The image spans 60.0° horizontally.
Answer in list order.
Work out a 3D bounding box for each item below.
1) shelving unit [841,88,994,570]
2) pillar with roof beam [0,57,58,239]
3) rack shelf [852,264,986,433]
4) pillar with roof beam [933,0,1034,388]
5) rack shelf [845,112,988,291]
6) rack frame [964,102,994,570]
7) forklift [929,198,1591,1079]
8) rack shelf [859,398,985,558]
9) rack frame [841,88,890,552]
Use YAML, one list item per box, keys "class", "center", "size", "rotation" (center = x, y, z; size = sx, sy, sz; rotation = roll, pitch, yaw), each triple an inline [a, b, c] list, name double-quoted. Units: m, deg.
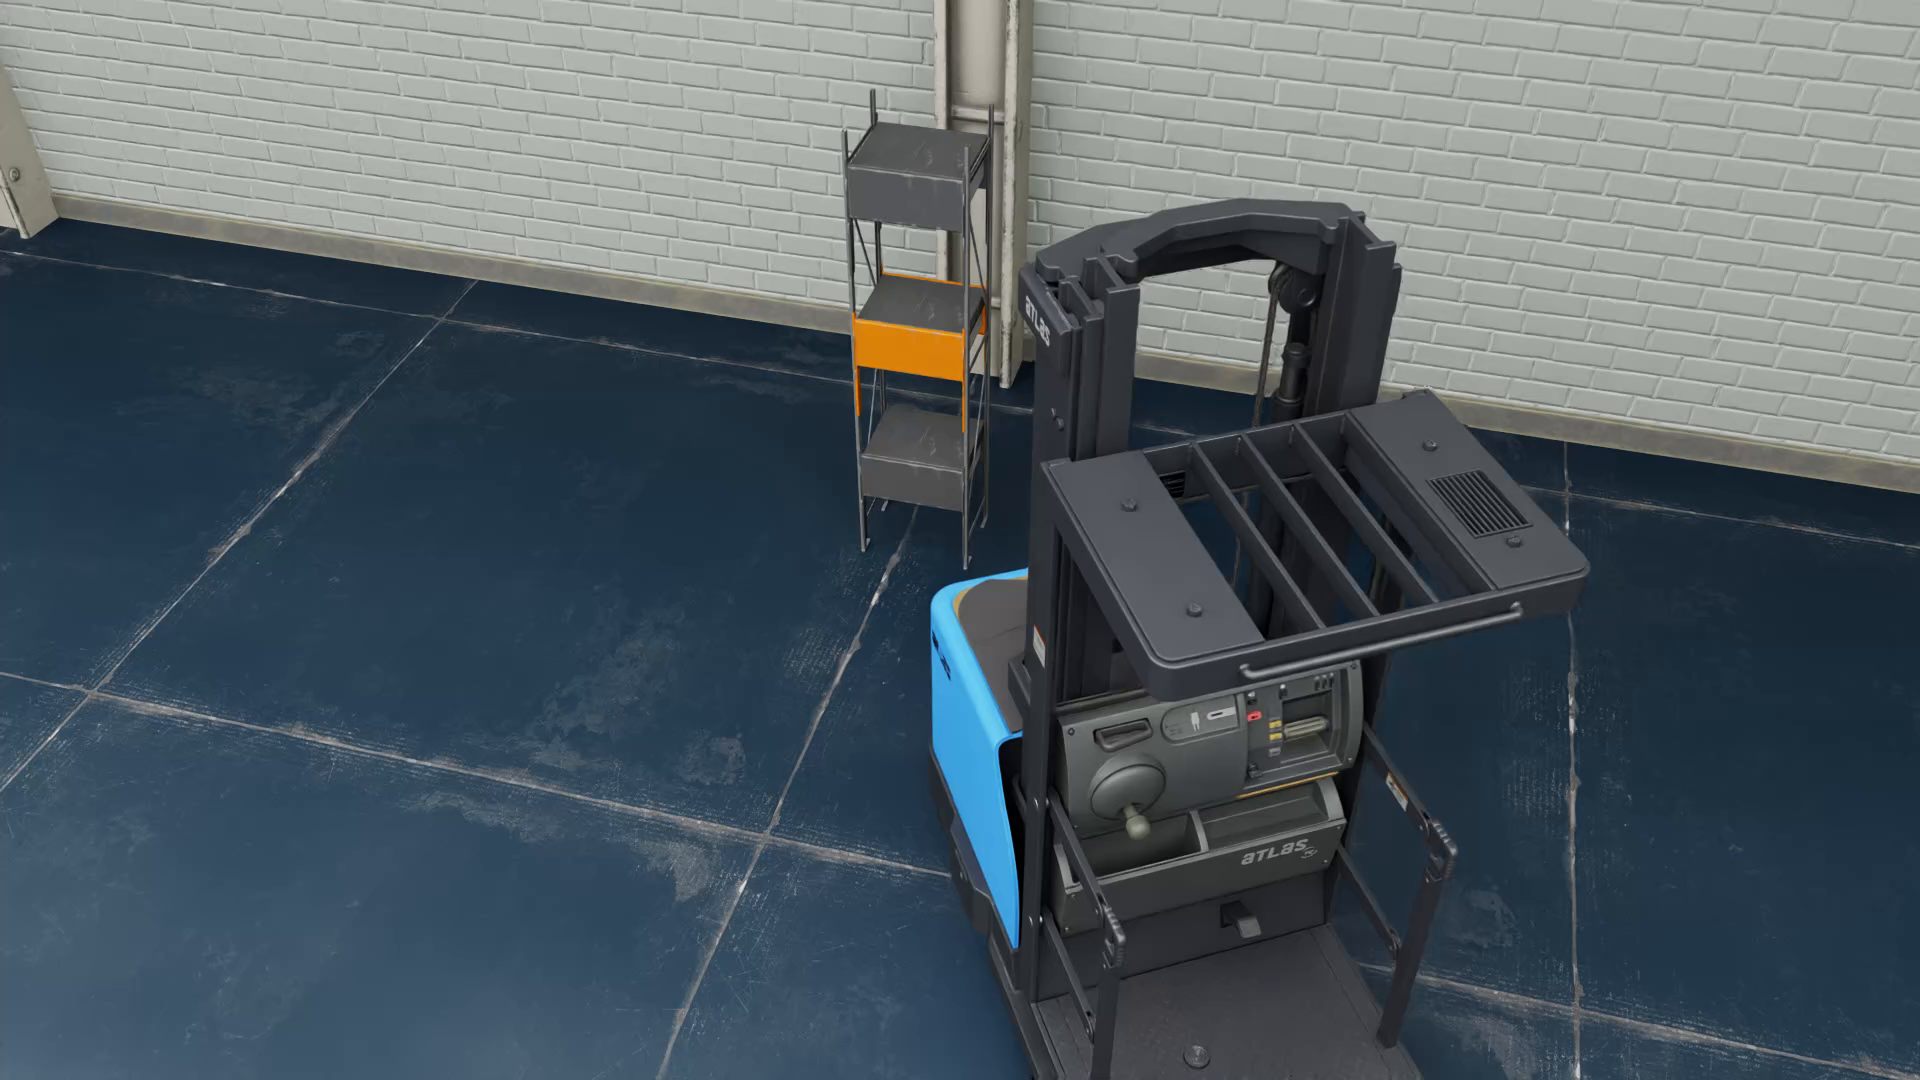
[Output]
- class: "shelving unit"
  center: [-0.160, -0.832, 7.107]
  size: [0.503, 2.100, 0.431]
  rotation: [10, 41, 11]
- class: "pillar with roof beam"
  center: [-6.799, -2.689, 3.954]
  size: [0.400, 9.000, 9.100]
  rotation: [10, 41, 11]
- class: "rack shelf"
  center: [-0.160, -0.821, 7.116]
  size: [0.480, 0.518, 0.431]
  rotation: [10, 41, 11]
- class: "pillar with roof beam"
  center: [-1.003, -1.691, 2.767]
  size: [0.400, 9.000, 9.100]
  rotation: [10, 41, 11]
- class: "rack shelf"
  center: [-0.160, -1.357, 6.666]
  size: [0.480, 0.518, 0.431]
  rotation: [10, 41, 11]
- class: "rack frame"
  center: [0.076, -0.791, 7.059]
  size: [0.015, 2.100, 0.400]
  rotation: [10, 41, 11]
- class: "forklift"
  center: [0.805, 0.679, 4.663]
  size: [1.130, 2.935, 3.031]
  rotation: [-11, 41, -13]
- class: "rack shelf"
  center: [-0.160, -0.285, 7.566]
  size: [0.480, 0.518, 0.431]
  rotation: [10, 41, 11]
- class: "rack frame"
  center: [-0.396, -0.872, 7.156]
  size: [0.015, 2.100, 0.400]
  rotation: [10, 41, 11]
